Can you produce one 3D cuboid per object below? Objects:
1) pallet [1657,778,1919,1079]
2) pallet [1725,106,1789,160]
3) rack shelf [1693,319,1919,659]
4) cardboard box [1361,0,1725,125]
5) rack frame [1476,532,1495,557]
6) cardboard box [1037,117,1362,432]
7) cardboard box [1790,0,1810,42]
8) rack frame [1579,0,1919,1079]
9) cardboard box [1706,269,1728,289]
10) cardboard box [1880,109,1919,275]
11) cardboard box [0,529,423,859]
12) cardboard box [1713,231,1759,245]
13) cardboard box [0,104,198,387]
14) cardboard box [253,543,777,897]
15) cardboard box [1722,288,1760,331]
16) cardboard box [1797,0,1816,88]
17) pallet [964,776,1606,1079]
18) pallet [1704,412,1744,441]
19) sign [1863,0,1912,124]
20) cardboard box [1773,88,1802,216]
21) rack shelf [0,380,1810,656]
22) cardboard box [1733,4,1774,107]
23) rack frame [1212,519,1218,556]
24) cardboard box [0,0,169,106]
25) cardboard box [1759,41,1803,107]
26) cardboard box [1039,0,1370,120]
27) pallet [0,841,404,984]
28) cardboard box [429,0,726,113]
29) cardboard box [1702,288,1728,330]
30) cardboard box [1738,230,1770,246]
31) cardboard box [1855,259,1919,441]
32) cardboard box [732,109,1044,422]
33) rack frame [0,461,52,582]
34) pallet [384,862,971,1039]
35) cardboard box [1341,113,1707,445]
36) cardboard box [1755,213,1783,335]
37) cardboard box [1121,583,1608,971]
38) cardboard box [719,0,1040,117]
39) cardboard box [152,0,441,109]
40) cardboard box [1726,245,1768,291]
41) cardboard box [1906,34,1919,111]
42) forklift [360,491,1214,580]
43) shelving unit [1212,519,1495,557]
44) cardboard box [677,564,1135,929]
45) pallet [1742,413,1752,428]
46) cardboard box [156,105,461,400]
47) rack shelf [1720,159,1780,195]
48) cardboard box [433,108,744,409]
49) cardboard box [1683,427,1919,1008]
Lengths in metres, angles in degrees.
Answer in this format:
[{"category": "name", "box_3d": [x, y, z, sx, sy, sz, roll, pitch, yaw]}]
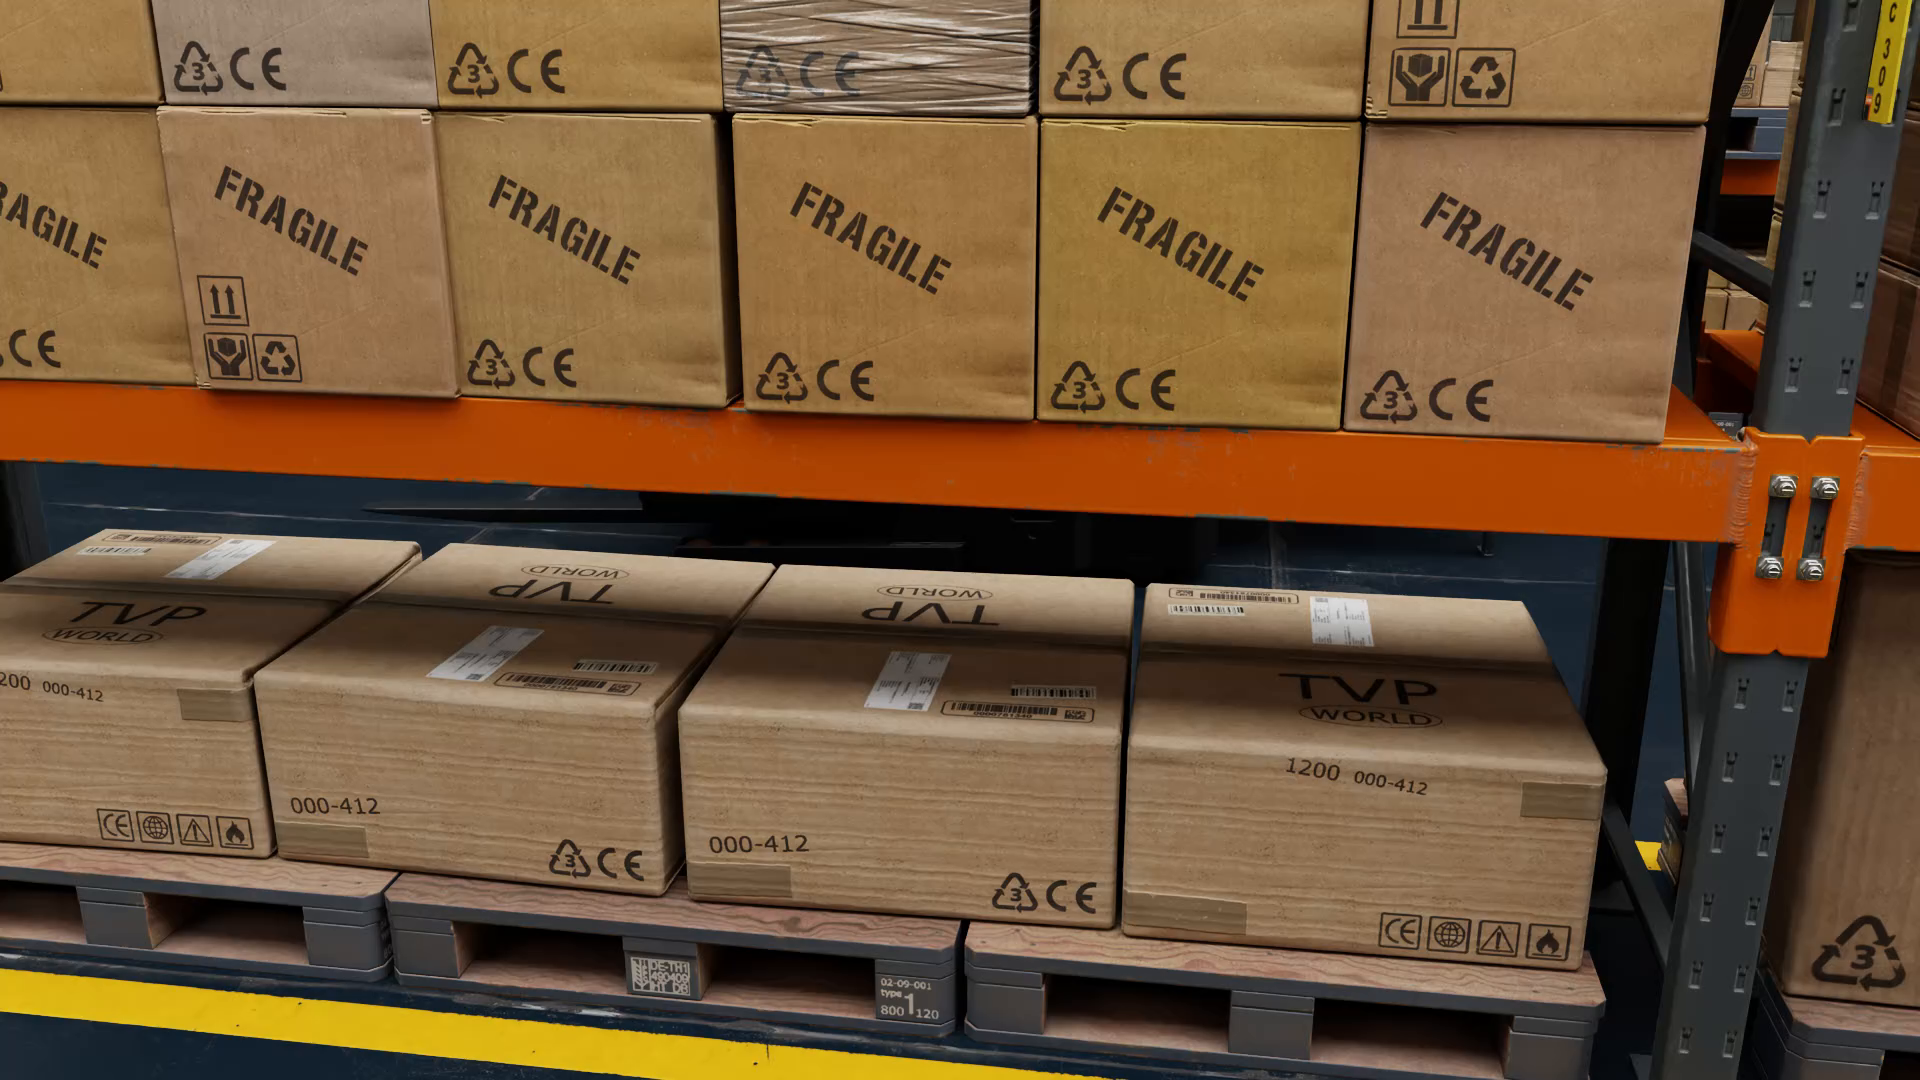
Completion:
[{"category": "pallet", "box_3d": [2.191, 0.850, 3.429, 1.213, 0.211, 1.003, 3, 19, 9]}, {"category": "pallet", "box_3d": [2.972, -1.877, 7.489, 1.213, 0.211, 1.003, 3, 19, 9]}, {"category": "rack shelf", "box_3d": [3.391, -0.046, 2.846, 4.000, 0.370, 1.077, 3, 19, 9]}, {"category": "cardboard box", "box_3d": [0.907, -0.946, 2.670, 0.500, 0.500, 0.500, 3, 19, 8]}, {"category": "rack frame", "box_3d": [1.945, -0.727, 6.113, 0.032, 1.500, 0.500, 0, 18, 0]}, {"category": "cardboard box", "box_3d": [0.409, -0.502, 2.919, 0.500, 0.500, 0.500, 2, 19, 7]}, {"category": "cardboard box", "box_3d": [3.929, -2.129, 7.120, 0.500, 0.500, 0.700, 3, 19, 8]}, {"category": "rack frame", "box_3d": [1.417, -0.487, 3.032, 0.127, 3.000, 1.000, 3, 19, 9]}, {"category": "cardboard box", "box_3d": [3.326, -1.254, 7.579, 0.250, 0.149, 0.380, 3, 19, 8]}, {"category": "cardboard box", "box_3d": [1.806, -0.543, 2.647, 0.500, 0.250, 0.500, 2, 19, 7]}, {"category": "cardboard box", "box_3d": [-1.865, 0.329, 3.968, 0.875, 0.438, 0.875, 2, 19, 7]}, {"category": "cardboard box", "box_3d": [3.632, -1.379, 7.953, 0.250, 0.149, 0.380, 3, 19, 10]}, {"category": "cardboard box", "box_3d": [-1.600, -0.605, 3.227, 0.500, 0.500, 0.500, 3, 19, 8]}, {"category": "cardboard box", "box_3d": [-0.960, 0.373, 3.839, 0.875, 0.438, 0.875, 3, 19, 10]}, {"category": "cardboard box", "box_3d": [3.662, -0.911, 7.577, 0.500, 0.500, 0.500, 2, 19, 7]}, {"category": "cardboard box", "box_3d": [1.898, -1.065, 3.026, 0.500, 0.500, 0.500, 4, 19, 10]}, {"category": "pallet", "box_3d": [0.678, 0.772, 3.662, 1.213, 0.211, 1.003, 3, 19, 9]}, {"category": "pallet", "box_3d": [3.009, -0.691, 8.036, 1.213, 0.211, 1.003, 3, 19, 9]}, {"category": "sign", "box_3d": [1.330, -0.762, 2.363, 0.005, 0.325, 0.100, 3, 19, 9]}, {"category": "cardboard box", "box_3d": [1.891, -0.707, 3.138, 0.500, 0.250, 0.500, 3, 19, 9]}, {"category": "rack shelf", "box_3d": [-0.558, -0.247, 3.447, 4.000, 0.370, 1.077, 3, 19, 9]}, {"category": "cardboard box", "box_3d": [3.154, -2.169, 7.238, 0.500, 0.500, 0.700, 3, 19, 9]}, {"category": "rack frame", "box_3d": [0.929, -0.730, 6.121, 0.032, 1.500, 0.500, 0, 18, 0]}, {"category": "cardboard box", "box_3d": [-1.593, -1.073, 3.049, 0.500, 0.500, 0.500, 2, 19, 7]}, {"category": "cardboard box", "box_3d": [3.511, -1.988, 7.067, 0.258, 0.266, 0.396, 4, 19, 11]}, {"category": "cardboard box", "box_3d": [0.407, -0.974, 2.754, 0.500, 0.500, 0.500, 3, 19, 8]}, {"category": "pallet", "box_3d": [-1.731, 0.649, 4.029, 1.213, 0.211, 1.003, 3, 19, 9]}, {"category": "cardboard box", "box_3d": [-0.590, -1.025, 2.905, 0.500, 0.500, 0.500, 3, 19, 9]}, {"category": "cardboard box", "box_3d": [3.170, -0.938, 7.656, 0.500, 0.500, 0.500, 3, 19, 8]}, {"category": "cardboard box", "box_3d": [3.894, -1.384, 7.967, 0.250, 0.149, 0.380, 3, 19, 9]}, {"category": "cardboard box", "box_3d": [1.809, -0.311, 2.743, 0.500, 0.250, 0.500, 2, 19, 7]}, {"category": "cardboard box", "box_3d": [-0.089, -0.523, 2.981, 0.500, 0.500, 0.500, 3, 19, 8]}, {"category": "rack frame", "box_3d": [-2.533, -0.689, 3.634, 0.127, 3.000, 1.000, 3, 19, 9]}, {"category": "pallet", "box_3d": [-0.530, 0.712, 3.844, 1.213, 0.211, 1.003, 3, 19, 9]}, {"category": "cardboard box", "box_3d": [0.918, -0.478, 2.847, 0.500, 0.500, 0.500, 3, 19, 9]}, {"category": "cardboard box", "box_3d": [1.900, -0.473, 3.225, 0.500, 0.250, 0.500, 2, 19, 7]}, {"category": "cardboard box", "box_3d": [0.814, 0.463, 3.567, 0.875, 0.438, 0.875, 3, 19, 8]}, {"category": "cardboard box", "box_3d": [-0.097, -0.997, 2.822, 0.500, 0.500, 0.500, 3, 19, 9]}, {"category": "cardboard box", "box_3d": [-1.083, -1.050, 2.979, 0.500, 0.500, 0.500, 3, 19, 8]}, {"category": "cardboard box", "box_3d": [3.567, -1.230, 7.506, 0.250, 0.149, 0.380, 3, 19, 9]}, {"category": "cardboard box", "box_3d": [1.806, -0.897, 2.522, 0.500, 0.500, 0.500, 3, 19, 9]}, {"category": "forklift", "box_3d": [-0.624, -1.391, 5.842, 3.031, 2.935, 1.130, 0, 19, 0]}, {"category": "shelving unit", "box_3d": [1.437, -0.729, 6.117, 1.048, 1.500, 0.538, 0, 18, 0]}, {"category": "cardboard box", "box_3d": [-0.070, 0.418, 3.701, 0.875, 0.438, 0.875, 2, 19, 7]}, {"category": "pallet", "box_3d": [4.218, -0.630, 7.855, 1.213, 0.211, 1.003, 3, 19, 9]}, {"category": "cardboard box", "box_3d": [-1.101, -0.574, 3.134, 0.500, 0.500, 0.500, 3, 19, 8]}, {"category": "rack shelf", "box_3d": [4.175, -1.601, 7.494, 4.000, 0.370, 1.077, 3, 19, 9]}, {"category": "cardboard box", "box_3d": [-0.604, -0.554, 3.074, 0.500, 0.500, 0.500, 4, 19, 10]}, {"category": "cardboard box", "box_3d": [2.042, 0.327, 3.285, 0.875, 0.875, 0.875, 4, 19, 10]}]
